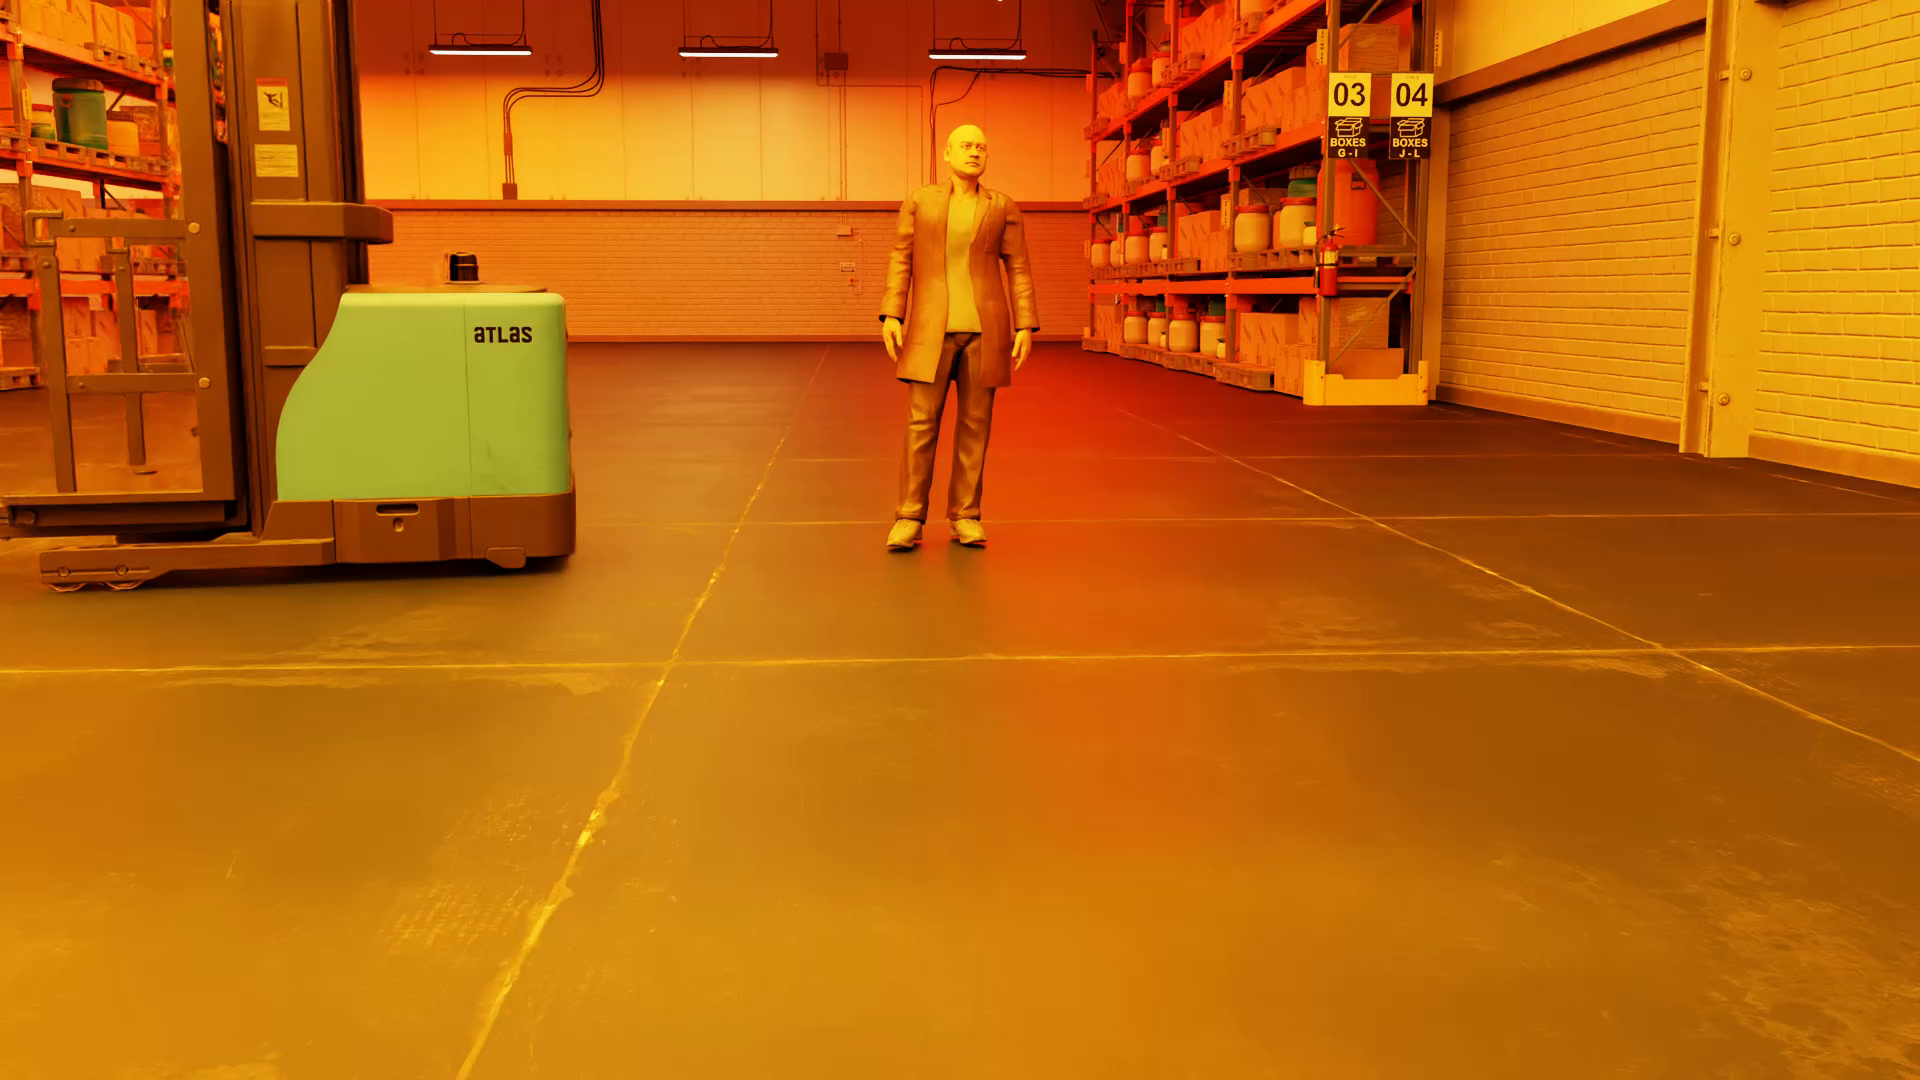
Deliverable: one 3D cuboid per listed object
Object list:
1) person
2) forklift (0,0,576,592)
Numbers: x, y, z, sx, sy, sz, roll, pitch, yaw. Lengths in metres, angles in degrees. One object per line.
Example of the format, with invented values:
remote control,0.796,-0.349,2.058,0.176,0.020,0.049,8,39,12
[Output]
person,0.002,-0.873,7.087,0.698,1.778,0.579,-1,8,-4
forklift,-3.081,-1.345,6.389,3.031,2.935,1.130,-2,9,-12
